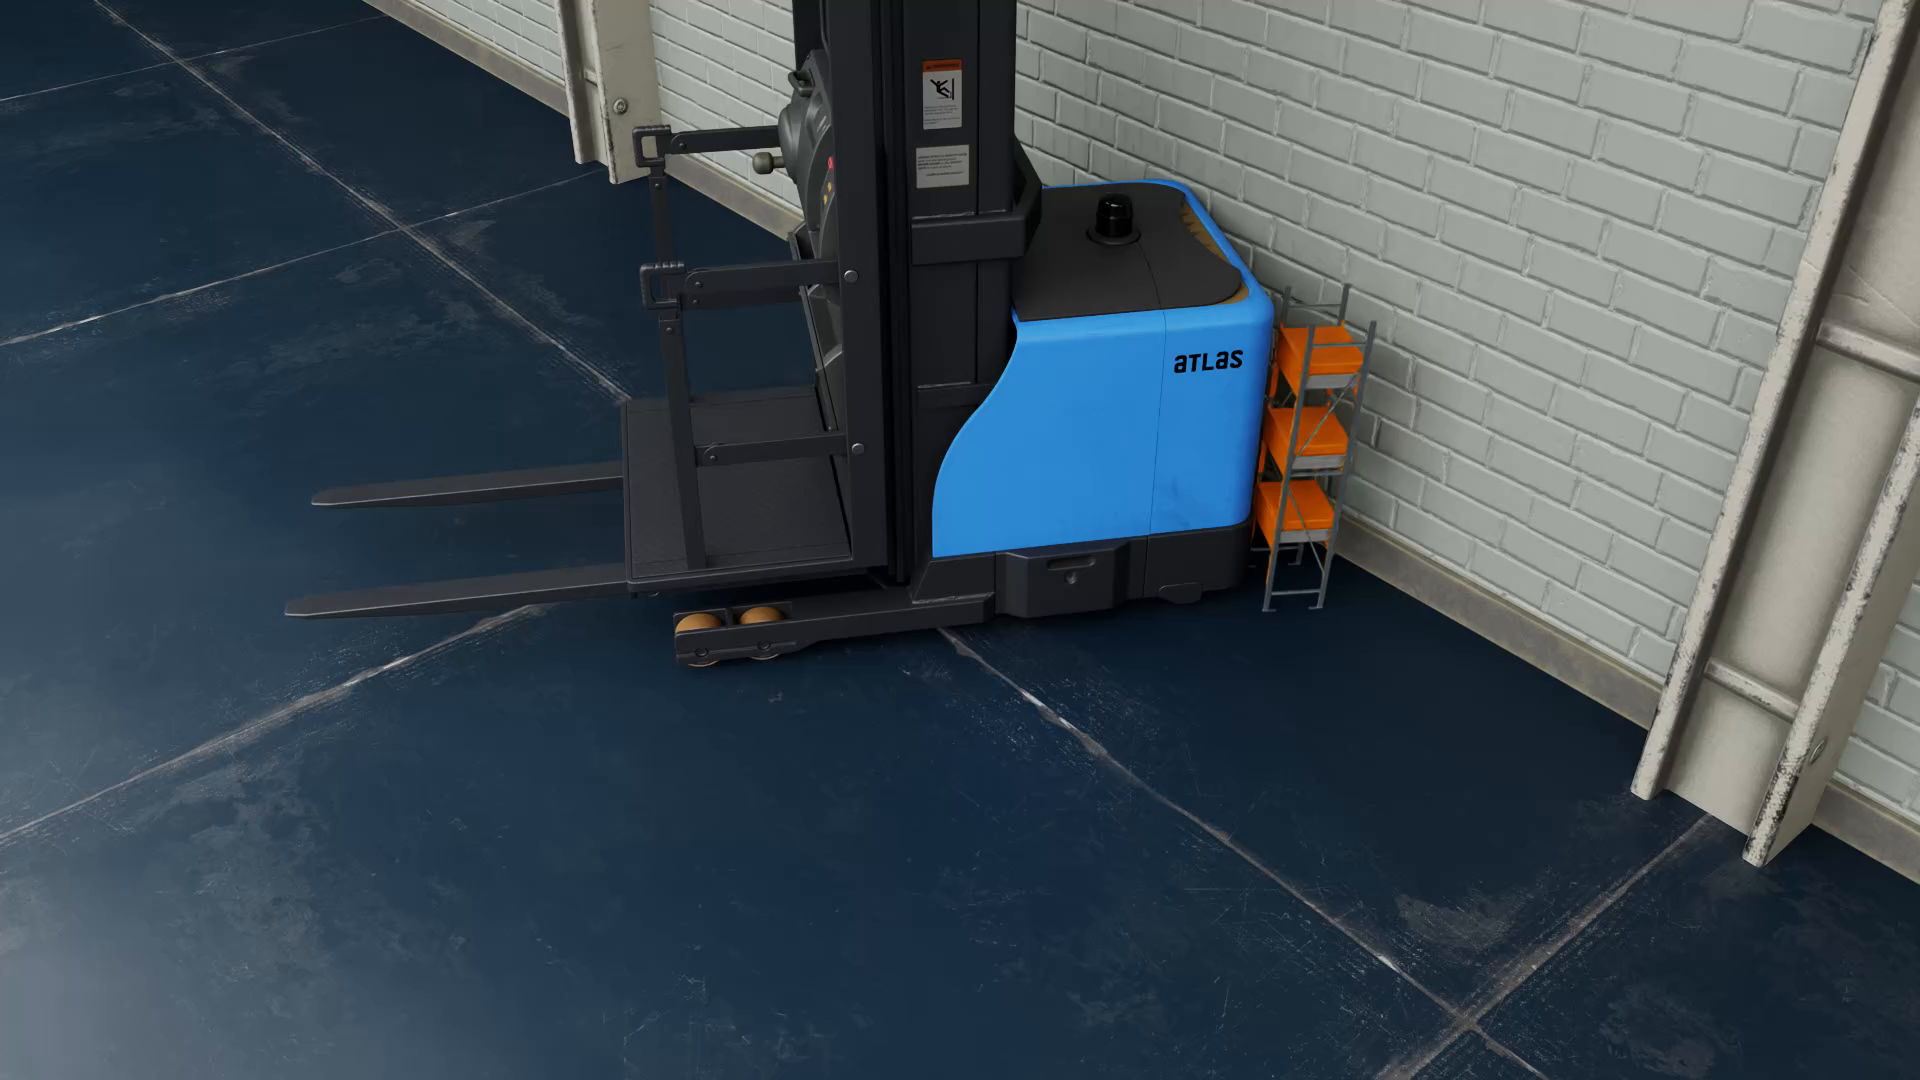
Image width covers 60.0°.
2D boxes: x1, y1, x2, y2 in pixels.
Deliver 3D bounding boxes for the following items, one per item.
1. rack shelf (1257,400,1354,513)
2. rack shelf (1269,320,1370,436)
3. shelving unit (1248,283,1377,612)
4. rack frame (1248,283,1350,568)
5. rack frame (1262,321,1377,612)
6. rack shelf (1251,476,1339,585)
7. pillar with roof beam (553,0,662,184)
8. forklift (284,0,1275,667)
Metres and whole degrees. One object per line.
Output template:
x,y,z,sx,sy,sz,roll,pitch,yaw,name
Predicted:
1.082,-0.263,5.226,0.215,0.259,0.240,-3,35,-7,rack shelf
1.089,-0.494,5.062,0.215,0.259,0.240,-3,35,-7,rack shelf
1.082,-0.271,5.219,0.215,1.050,0.252,-3,35,-7,shelving unit
1.067,-0.341,5.318,0.200,1.050,0.008,-3,35,-7,rack frame
1.098,-0.201,5.121,0.200,1.050,0.008,-3,35,-7,rack frame
1.075,-0.035,5.385,0.215,0.259,0.240,-3,35,-7,rack shelf
-5.007,-3.972,3.572,9.100,9.000,0.400,-26,43,-32,pillar with roof beam
-0.620,-1.131,4.812,3.031,2.935,1.130,-6,36,-8,forklift
